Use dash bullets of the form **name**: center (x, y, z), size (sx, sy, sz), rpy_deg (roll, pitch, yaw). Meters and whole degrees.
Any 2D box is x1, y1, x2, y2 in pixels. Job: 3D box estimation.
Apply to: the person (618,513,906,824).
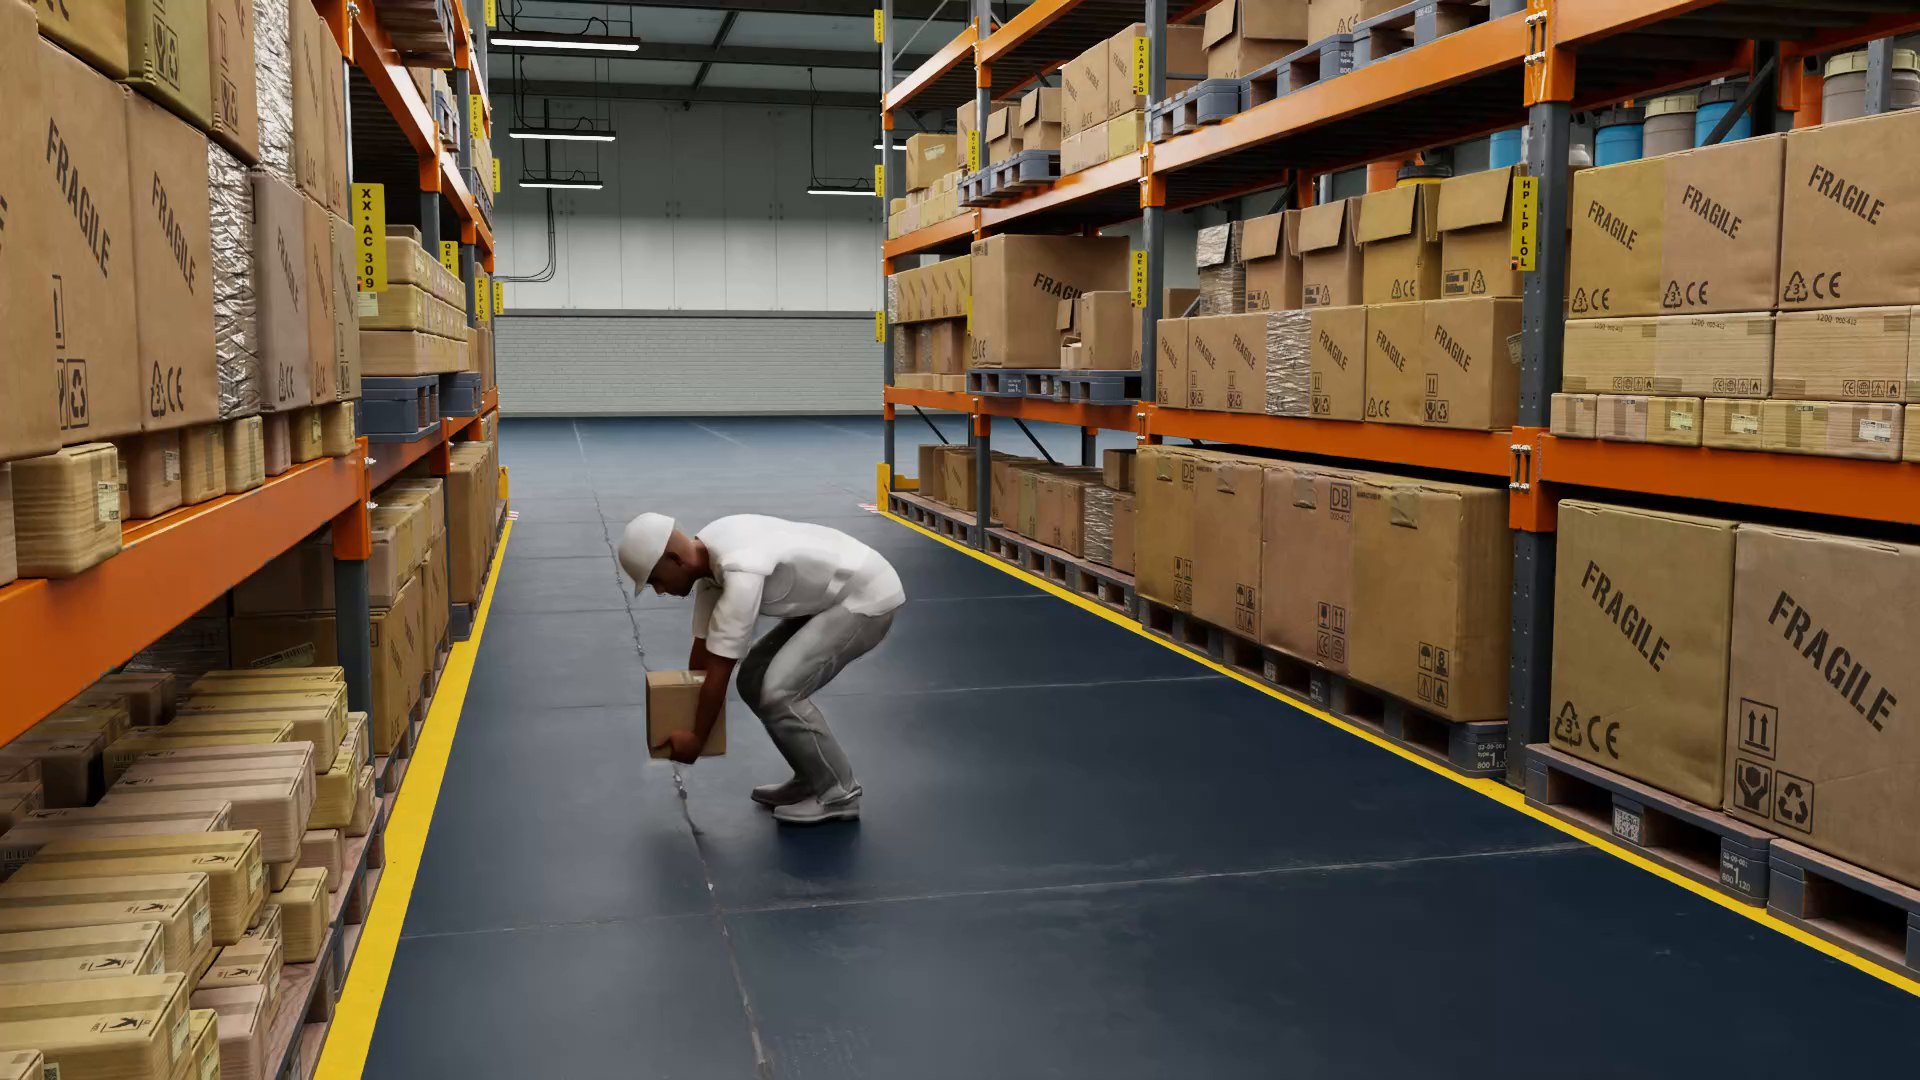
- **person**: center (-0.671, 0.425, 5.691), size (0.965, 1.059, 0.512), rpy_deg (-2, 6, -16)
